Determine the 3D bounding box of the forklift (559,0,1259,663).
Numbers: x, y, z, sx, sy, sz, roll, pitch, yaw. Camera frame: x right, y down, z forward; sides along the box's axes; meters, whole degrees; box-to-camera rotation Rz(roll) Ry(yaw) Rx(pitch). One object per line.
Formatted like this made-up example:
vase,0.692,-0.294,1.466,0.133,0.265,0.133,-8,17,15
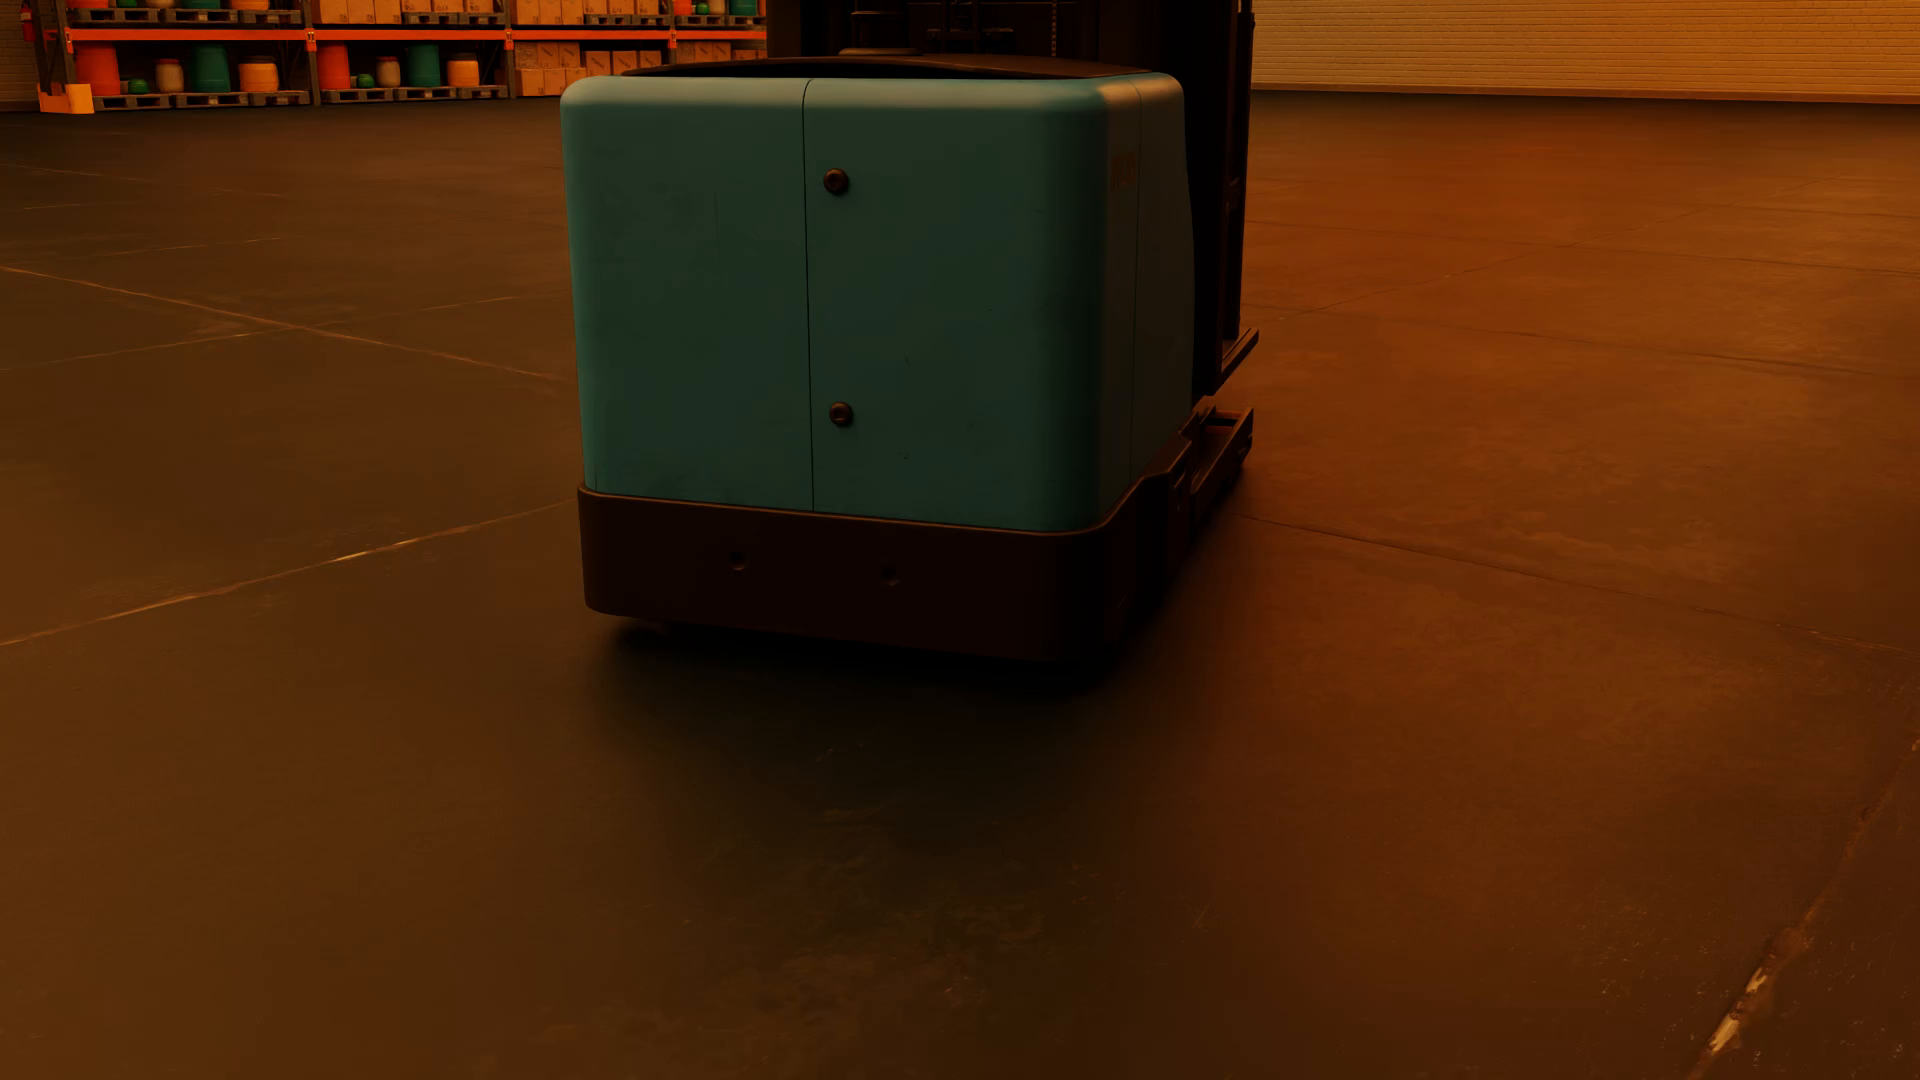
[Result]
forklift,0.182,-1.571,4.072,1.130,2.935,3.031,5,18,17
